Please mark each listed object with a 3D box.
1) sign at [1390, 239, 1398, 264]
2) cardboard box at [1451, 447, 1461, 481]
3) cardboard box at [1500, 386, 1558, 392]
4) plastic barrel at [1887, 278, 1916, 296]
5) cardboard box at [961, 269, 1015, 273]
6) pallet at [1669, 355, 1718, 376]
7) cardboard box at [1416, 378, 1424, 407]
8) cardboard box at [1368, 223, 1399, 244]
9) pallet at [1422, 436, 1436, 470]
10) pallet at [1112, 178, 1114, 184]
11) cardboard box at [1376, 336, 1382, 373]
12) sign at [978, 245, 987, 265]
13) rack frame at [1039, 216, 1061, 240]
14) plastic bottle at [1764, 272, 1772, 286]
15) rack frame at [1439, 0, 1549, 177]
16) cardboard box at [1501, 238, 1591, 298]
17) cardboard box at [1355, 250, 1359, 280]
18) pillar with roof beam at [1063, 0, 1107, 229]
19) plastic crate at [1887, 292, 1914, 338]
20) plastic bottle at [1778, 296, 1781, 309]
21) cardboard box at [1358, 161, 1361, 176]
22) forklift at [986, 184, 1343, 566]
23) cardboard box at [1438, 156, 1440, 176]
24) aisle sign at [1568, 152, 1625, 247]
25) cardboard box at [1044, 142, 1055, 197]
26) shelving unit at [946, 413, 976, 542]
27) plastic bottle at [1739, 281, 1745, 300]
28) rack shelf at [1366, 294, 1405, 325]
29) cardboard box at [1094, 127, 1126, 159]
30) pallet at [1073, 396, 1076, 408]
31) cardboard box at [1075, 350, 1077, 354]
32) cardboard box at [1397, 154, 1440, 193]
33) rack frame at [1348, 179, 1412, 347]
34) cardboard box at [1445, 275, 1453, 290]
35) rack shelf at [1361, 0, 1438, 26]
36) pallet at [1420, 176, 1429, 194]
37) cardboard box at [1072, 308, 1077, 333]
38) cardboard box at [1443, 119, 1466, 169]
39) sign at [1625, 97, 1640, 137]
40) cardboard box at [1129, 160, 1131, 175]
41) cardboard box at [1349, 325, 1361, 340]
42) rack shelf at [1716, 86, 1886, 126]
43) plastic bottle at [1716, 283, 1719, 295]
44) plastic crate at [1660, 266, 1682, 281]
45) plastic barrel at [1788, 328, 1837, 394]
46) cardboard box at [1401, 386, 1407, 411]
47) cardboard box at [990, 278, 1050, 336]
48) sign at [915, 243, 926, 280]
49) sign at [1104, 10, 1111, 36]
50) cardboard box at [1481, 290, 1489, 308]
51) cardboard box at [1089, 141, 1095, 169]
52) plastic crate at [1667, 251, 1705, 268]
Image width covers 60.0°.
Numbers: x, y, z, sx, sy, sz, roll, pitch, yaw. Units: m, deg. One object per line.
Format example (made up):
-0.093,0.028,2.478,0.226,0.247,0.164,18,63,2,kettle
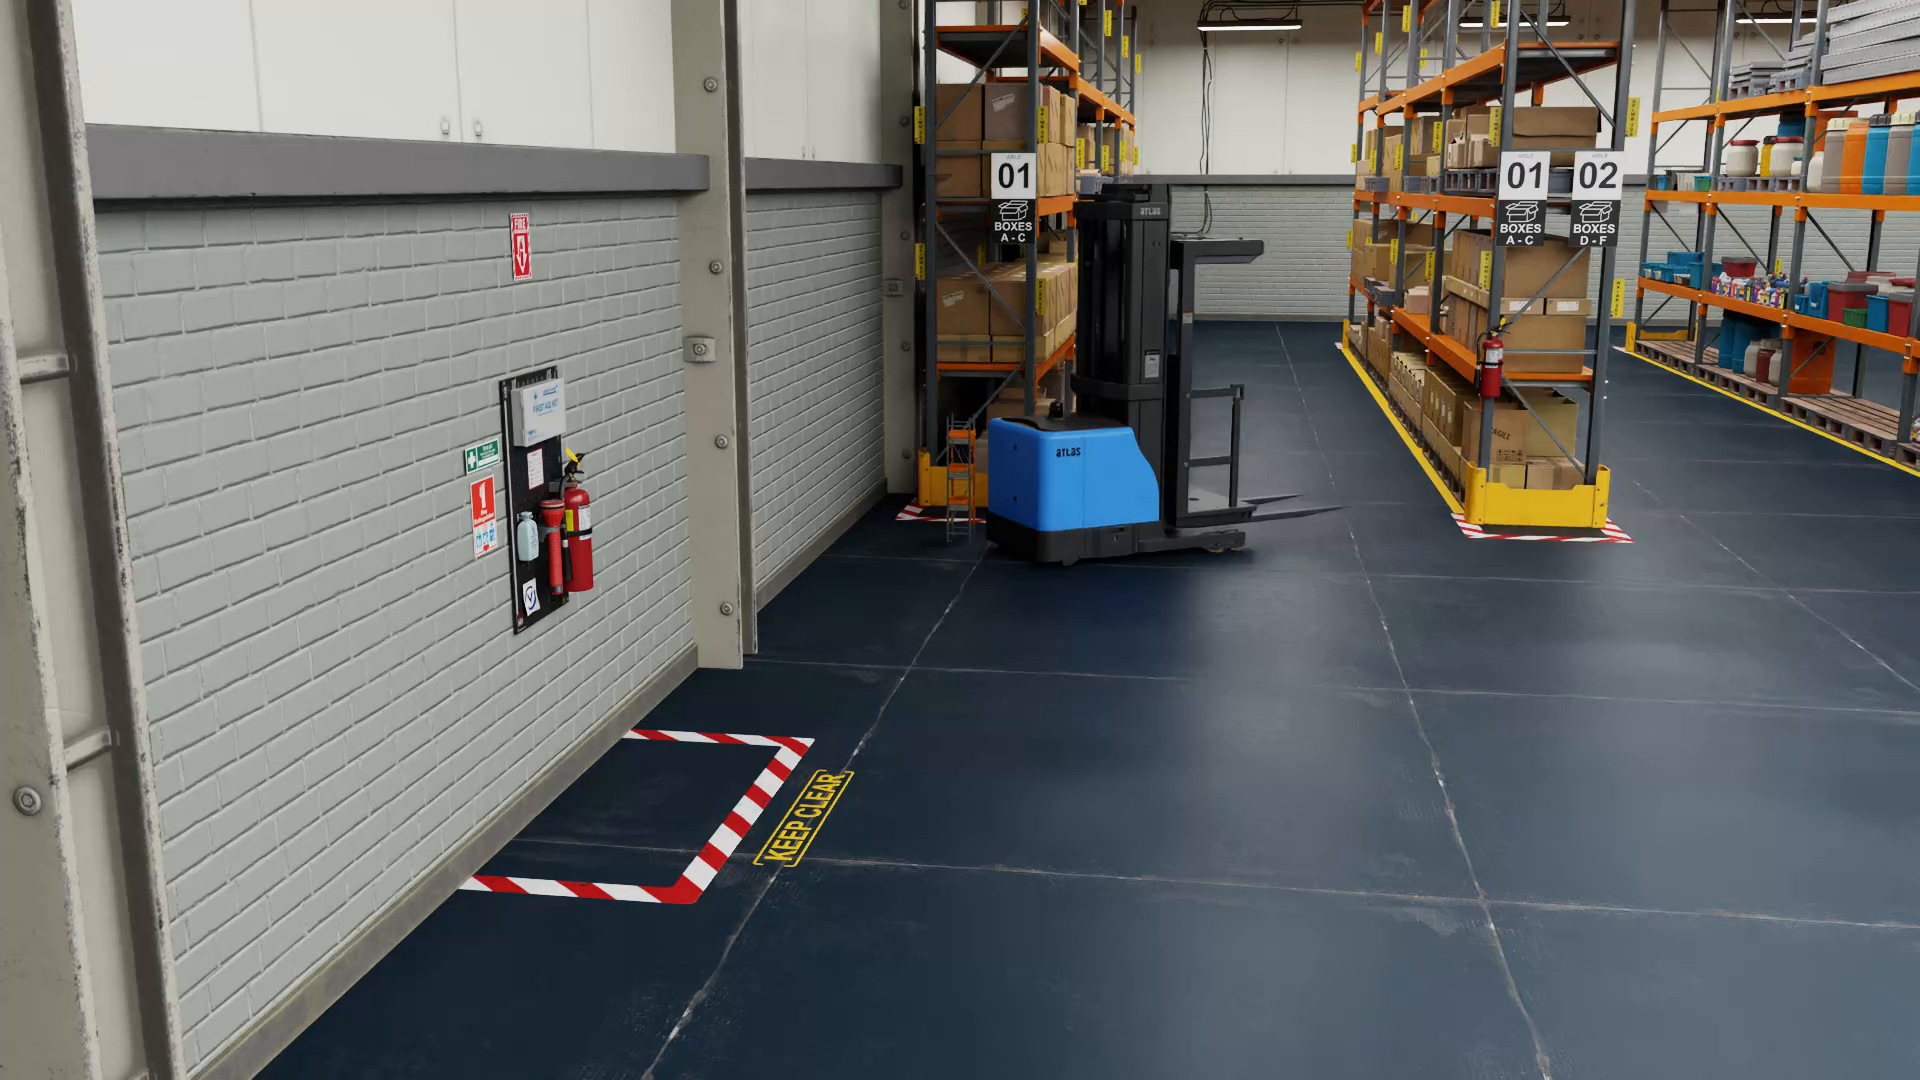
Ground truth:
5.778,-3.838,22.122,0.100,0.325,0.005,2,12,9,sign
4.941,-0.716,15.728,0.500,0.250,0.500,2,12,9,cardboard box
5.621,-1.274,16.535,0.500,0.500,0.500,2,12,9,cardboard box
11.138,-2.802,19.554,0.433,0.535,0.433,0,12,0,plastic barrel
0.293,-2.515,17.070,0.500,0.500,0.500,2,12,9,cardboard box
11.900,-2.758,26.288,1.003,0.211,1.213,2,12,9,pallet
5.480,-1.691,18.920,0.500,0.311,0.500,2,12,9,cardboard box
6.753,-4.779,26.438,0.500,0.500,0.500,2,12,9,cardboard box
5.537,-0.935,17.831,1.003,0.211,1.213,2,12,9,pallet
1.944,-5.468,25.579,0.805,0.209,1.217,1,12,6,pallet
6.382,-2.708,24.326,0.500,0.500,0.500,1,12,7,cardboard box
0.256,-3.205,18.998,0.100,0.325,0.005,2,12,9,sign
1.421,-3.455,22.904,1.000,3.000,0.127,2,12,9,rack frame
11.864,-3.745,24.368,0.144,0.351,0.185,2,12,9,plastic bottle
5.701,-5.395,17.667,1.000,3.000,0.127,2,12,9,rack frame
5.178,-2.421,14.788,0.700,0.500,0.500,2,12,9,cardboard box
7.063,-4.713,28.507,0.500,0.500,0.500,2,12,8,cardboard box
6.465,-8.503,32.090,9.100,9.000,0.548,2,12,9,pillar with roof beam
10.367,-2.443,18.058,0.402,0.464,0.583,2,12,9,plastic crate
10.886,-3.158,21.999,0.097,0.201,0.097,0,12,0,plastic bottle
7.126,-6.395,28.598,0.500,0.250,0.500,2,12,9,cardboard box
1.771,-1.421,13.628,3.031,2.935,1.130,-6,13,-25,forklift
6.140,-4.569,20.312,0.500,0.250,0.500,2,12,8,cardboard box
5.378,-2.877,14.052,0.394,0.787,0.004,2,12,9,aisle sign
0.607,-3.487,15.647,0.500,0.500,0.500,3,12,12,cardboard box
0.008,-0.524,13.934,0.215,1.050,0.252,2,12,9,shelving unit
11.154,-3.555,23.676,0.097,0.271,0.097,0,12,0,plastic bottle
6.624,-3.360,24.170,1.077,0.370,4.000,2,12,9,rack shelf
2.423,-6.440,26.980,0.500,0.500,0.500,2,12,8,cardboard box
1.109,-1.676,21.268,1.003,0.211,1.213,2,12,9,pallet
1.361,-2.296,22.418,0.700,0.500,0.500,2,12,9,cardboard box
6.350,-4.902,22.263,0.910,0.500,0.500,2,12,9,cardboard box
7.546,-4.960,29.890,1.000,3.000,0.127,2,12,9,rack frame
5.468,-2.779,17.990,0.380,0.149,0.250,2,12,9,cardboard box
7.239,-8.750,27.052,1.077,0.370,4.000,2,12,9,rack shelf
6.131,-4.292,20.117,1.003,0.211,1.213,2,12,11,pallet
1.032,-2.450,18.551,0.500,0.250,0.500,2,12,9,cardboard box
5.363,-4.155,17.467,0.500,0.500,0.500,3,13,13,cardboard box
5.633,-3.543,13.930,0.100,0.325,0.005,2,12,9,sign
2.722,-6.498,29.026,0.500,0.250,0.500,1,12,7,cardboard box
7.105,-3.623,29.168,0.500,0.250,0.500,2,12,9,cardboard box
11.517,-5.936,22.832,1.077,0.370,4.000,2,12,9,rack shelf
11.327,-3.754,24.766,0.097,0.201,0.097,0,12,0,plastic bottle
11.874,-4.432,27.692,0.416,0.233,0.300,2,12,9,plastic crate
11.268,-2.381,22.074,0.600,0.830,0.708,2,12,9,plastic barrel
5.716,-1.737,20.462,0.500,0.250,0.500,2,12,10,cardboard box
0.561,-2.182,15.527,0.500,0.500,0.500,2,12,9,cardboard box
-0.355,-2.532,15.124,0.100,0.325,0.005,2,12,9,sign
1.958,-6.867,22.093,0.100,0.325,0.005,2,12,9,sign
5.075,-2.241,15.497,0.380,0.149,0.250,2,12,9,cardboard box
1.566,-5.515,24.060,0.700,0.500,0.500,3,12,12,cardboard box
12.573,-4.770,28.780,0.616,0.435,0.499,2,12,9,plastic crate
